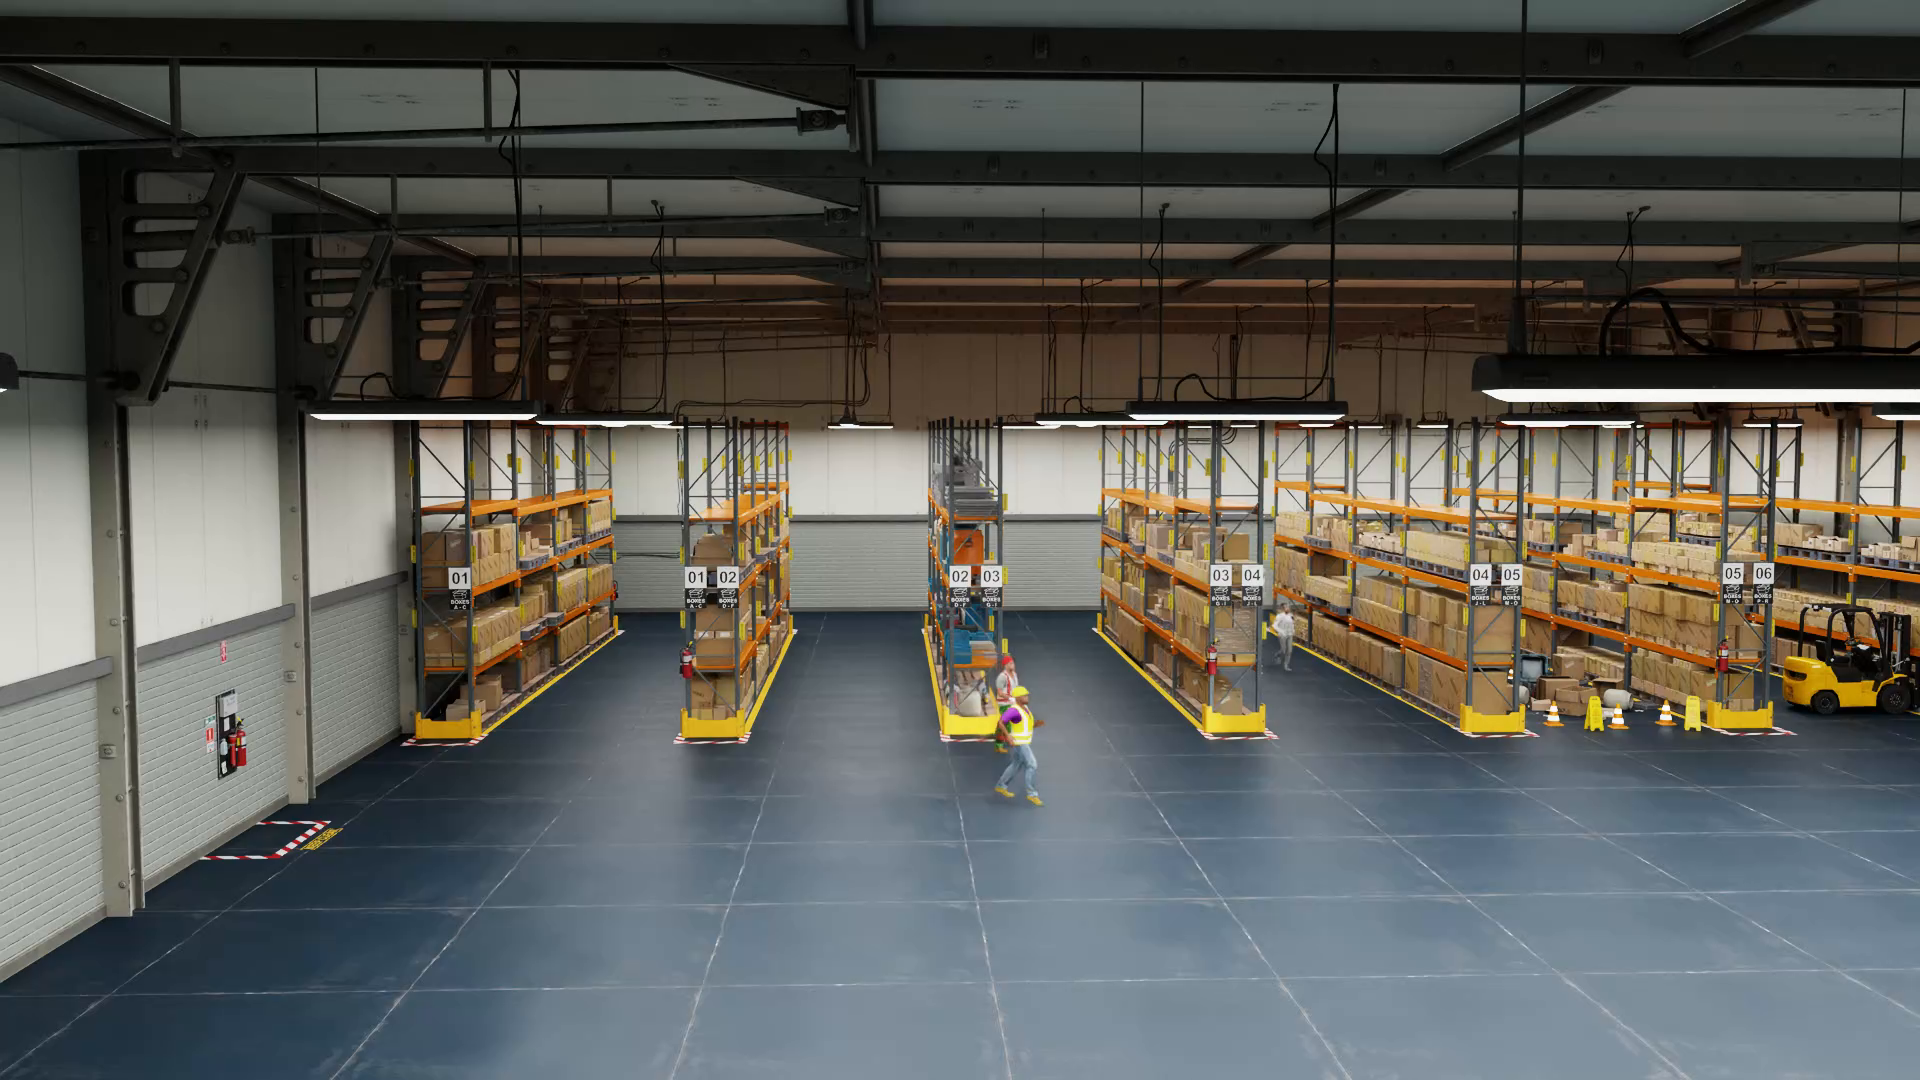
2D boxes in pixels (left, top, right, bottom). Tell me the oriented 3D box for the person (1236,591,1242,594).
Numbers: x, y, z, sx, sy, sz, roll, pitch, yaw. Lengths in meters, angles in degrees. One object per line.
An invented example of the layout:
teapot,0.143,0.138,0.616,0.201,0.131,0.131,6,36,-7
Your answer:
person,7.909,1.698,48.597,0.958,1.671,0.853,-1,4,-13

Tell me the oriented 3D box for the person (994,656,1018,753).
person,0.889,2.925,29.589,0.655,1.737,0.674,3,5,36

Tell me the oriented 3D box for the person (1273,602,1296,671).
person,7.794,2.290,39.878,0.605,1.657,0.700,-1,4,-15

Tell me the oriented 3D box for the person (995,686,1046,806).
person,0.924,3.159,25.592,0.819,1.821,0.677,1,4,14

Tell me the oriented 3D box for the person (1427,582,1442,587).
person,14.066,1.630,49.389,0.923,1.738,0.726,1,4,16
